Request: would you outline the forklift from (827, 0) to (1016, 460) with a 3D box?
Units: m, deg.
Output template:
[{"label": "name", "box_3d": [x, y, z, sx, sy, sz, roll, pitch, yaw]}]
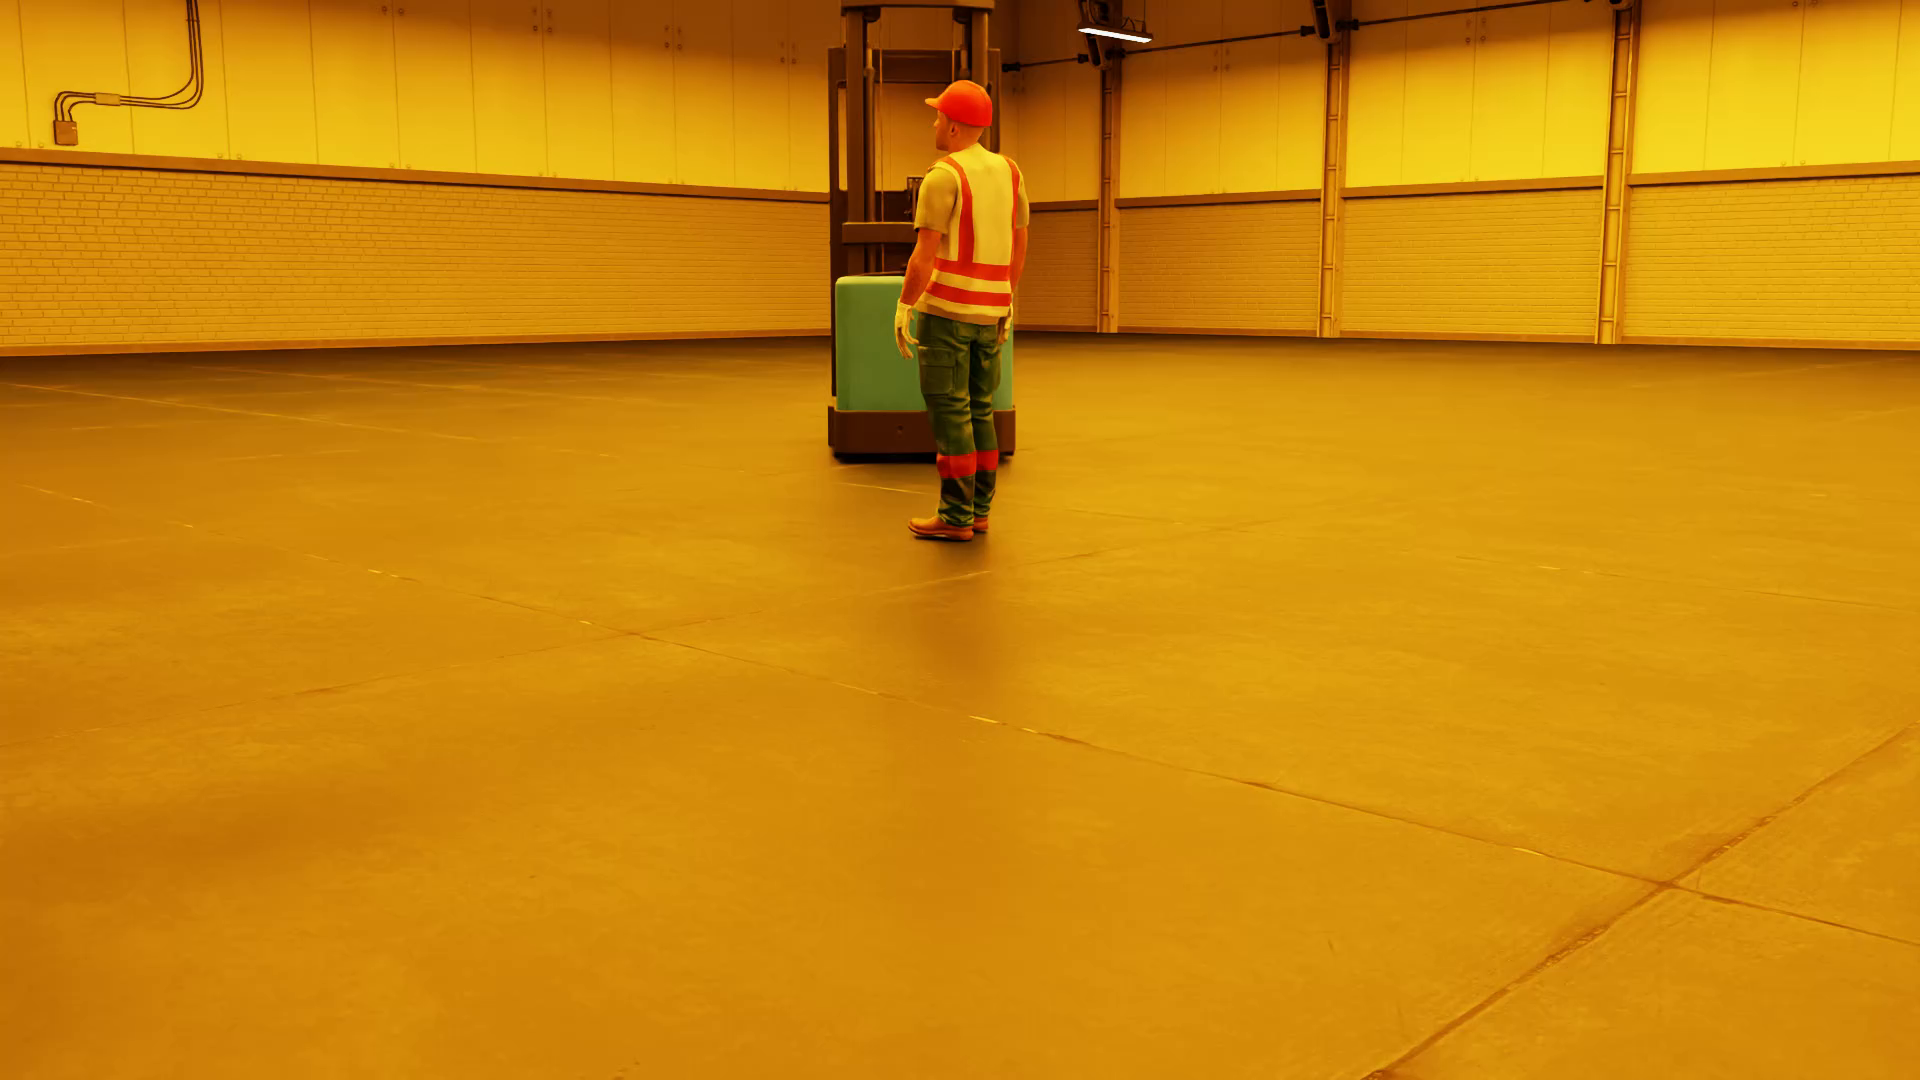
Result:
[{"label": "forklift", "box_3d": [-0.308, -2.105, 10.855, 1.130, 2.935, 3.031, -1, 9, -4]}]

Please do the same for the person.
[{"label": "person", "box_3d": [-0.051, -0.901, 6.646, 0.562, 1.789, 0.638, 8, 12, 43]}]
